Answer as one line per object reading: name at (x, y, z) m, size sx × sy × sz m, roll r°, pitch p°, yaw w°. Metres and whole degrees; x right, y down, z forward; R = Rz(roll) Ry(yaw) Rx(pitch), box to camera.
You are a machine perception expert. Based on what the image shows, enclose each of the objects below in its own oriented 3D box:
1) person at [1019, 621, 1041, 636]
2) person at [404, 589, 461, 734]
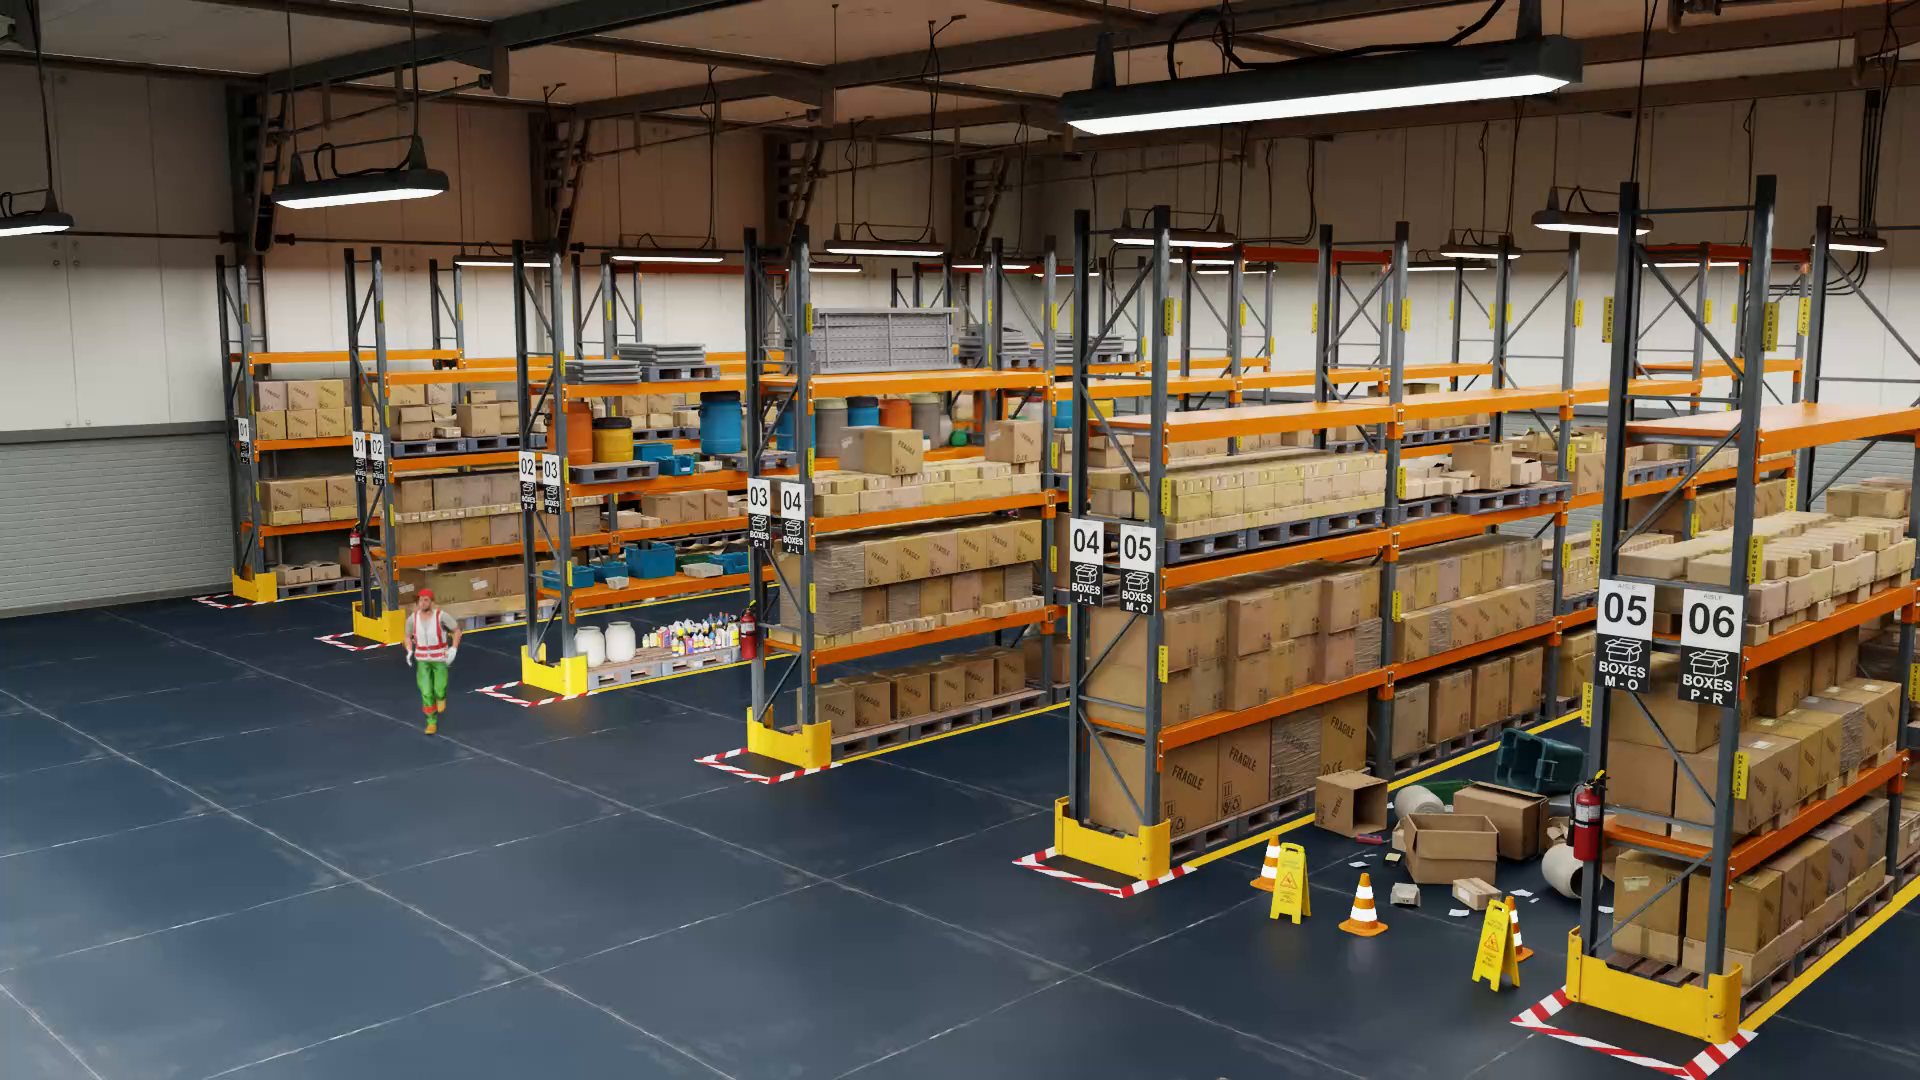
person at (1.100, 0.530, 24.592) m, size 0.713 × 1.755 × 0.684 m, roll 6°, pitch 10°, yaw 38°
person at (-6.411, 1.445, 20.220) m, size 0.676 × 1.760 × 0.613 m, roll -1°, pitch 8°, yaw -5°
